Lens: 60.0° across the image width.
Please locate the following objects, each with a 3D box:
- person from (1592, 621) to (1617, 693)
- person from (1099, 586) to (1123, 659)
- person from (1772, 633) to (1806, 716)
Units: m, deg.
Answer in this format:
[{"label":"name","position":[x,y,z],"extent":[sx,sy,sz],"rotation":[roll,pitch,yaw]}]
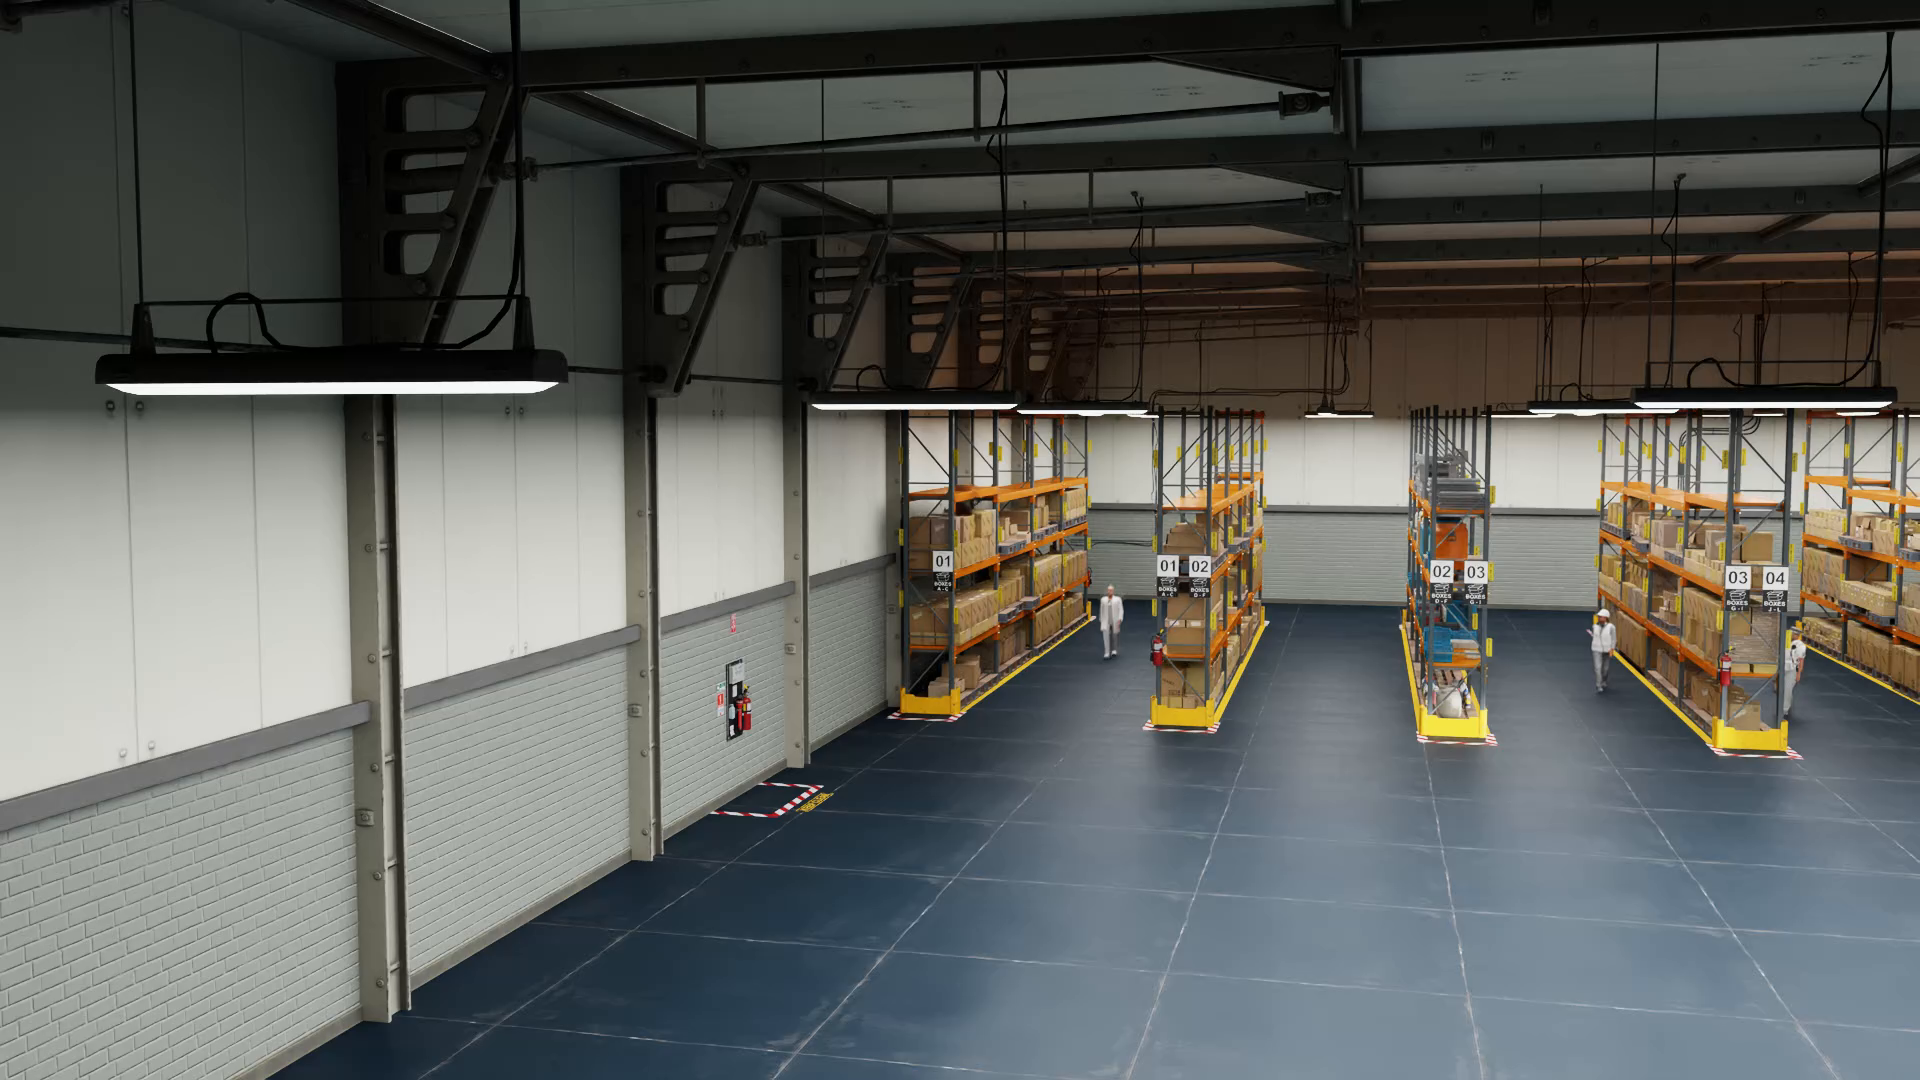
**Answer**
[{"label":"person","position":[13.616,2.449,35.181],"extent":[0.479,1.507,1.018],"rotation":[1,4,12]},{"label":"person","position":[3.637,1.981,40.069],"extent":[0.587,1.735,1.114],"rotation":[0,4,4]},{"label":"person","position":[16.156,2.557,32.464],"extent":[0.866,1.675,0.584],"rotation":[-2,5,-31]}]
